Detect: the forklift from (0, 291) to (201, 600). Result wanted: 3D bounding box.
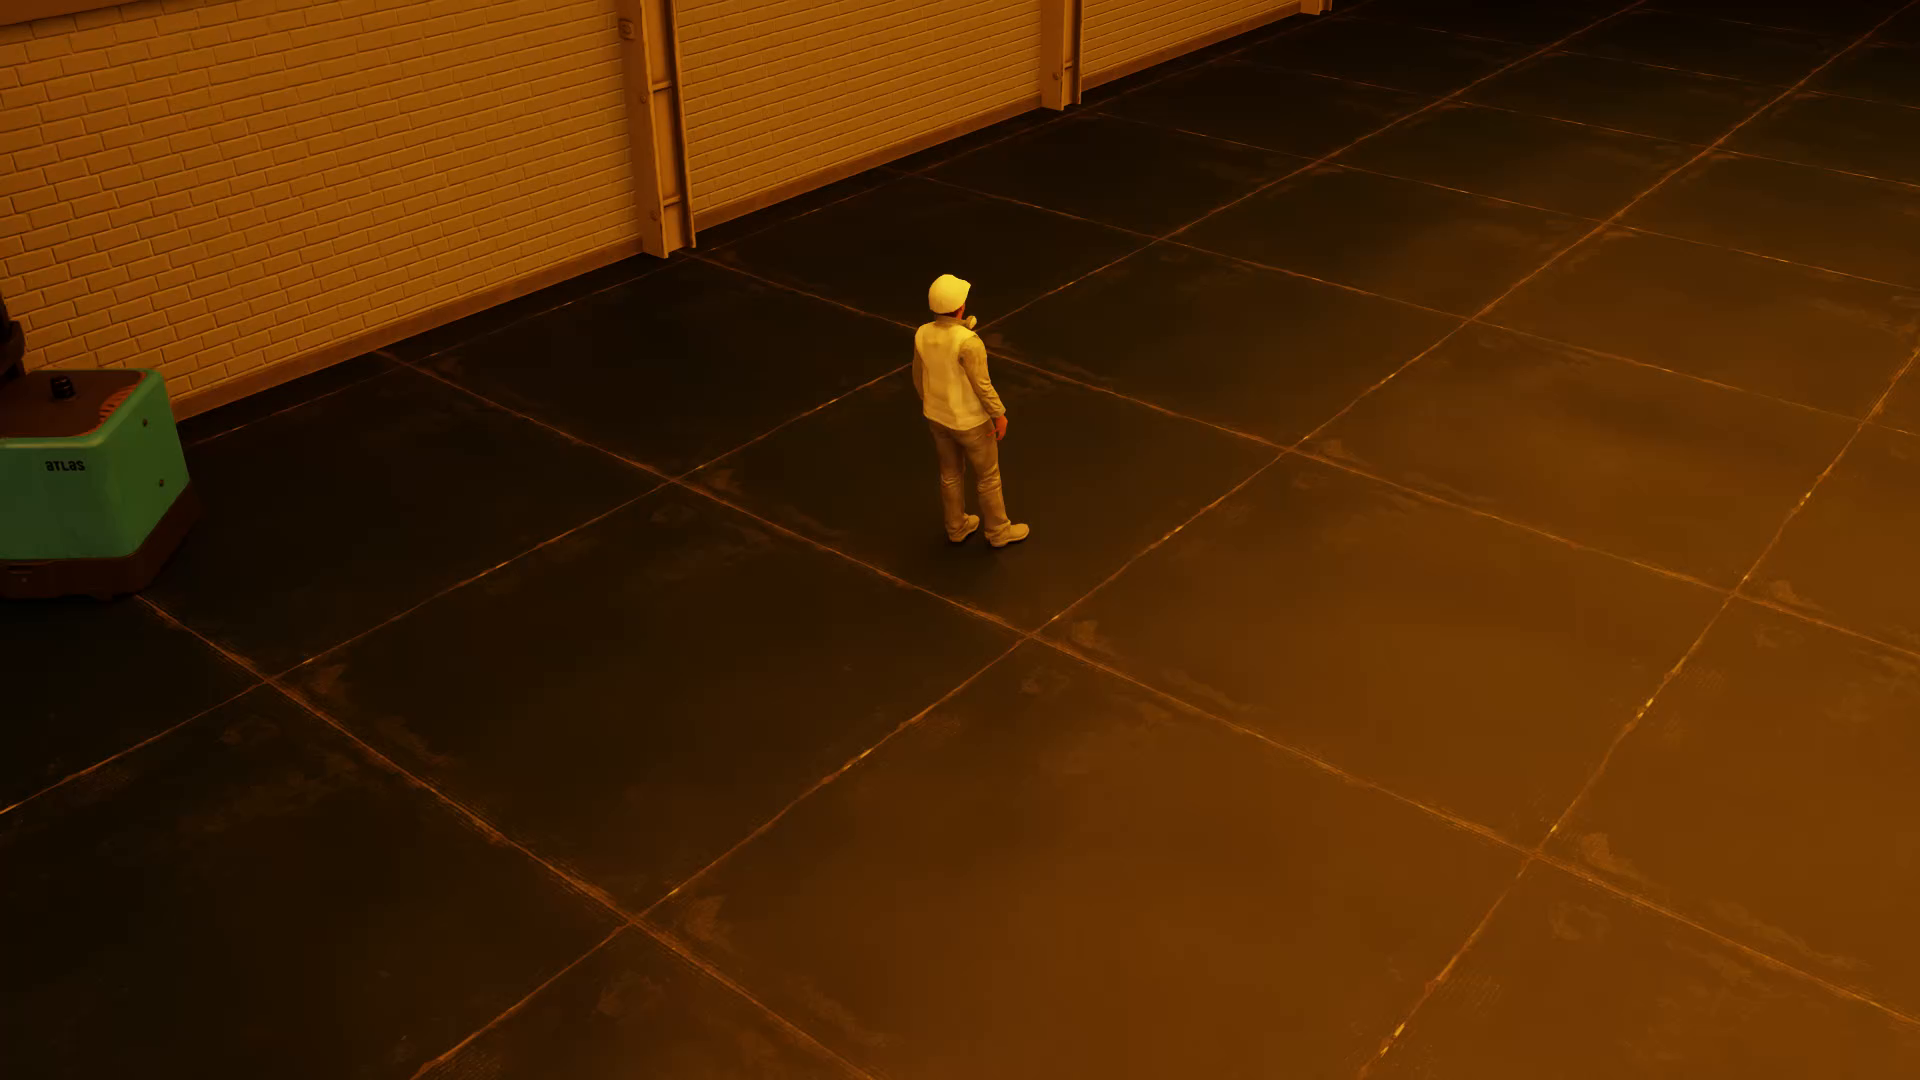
[{"bbox_3d":[-6.356,-1.126,9.522,3.031,2.935,1.130,-1,30,-2],"label":"forklift"}]

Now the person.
[{"bbox_3d":[0.045,-0.794,10.086,0.632,1.773,0.568,22,37,33],"label":"person"}]
